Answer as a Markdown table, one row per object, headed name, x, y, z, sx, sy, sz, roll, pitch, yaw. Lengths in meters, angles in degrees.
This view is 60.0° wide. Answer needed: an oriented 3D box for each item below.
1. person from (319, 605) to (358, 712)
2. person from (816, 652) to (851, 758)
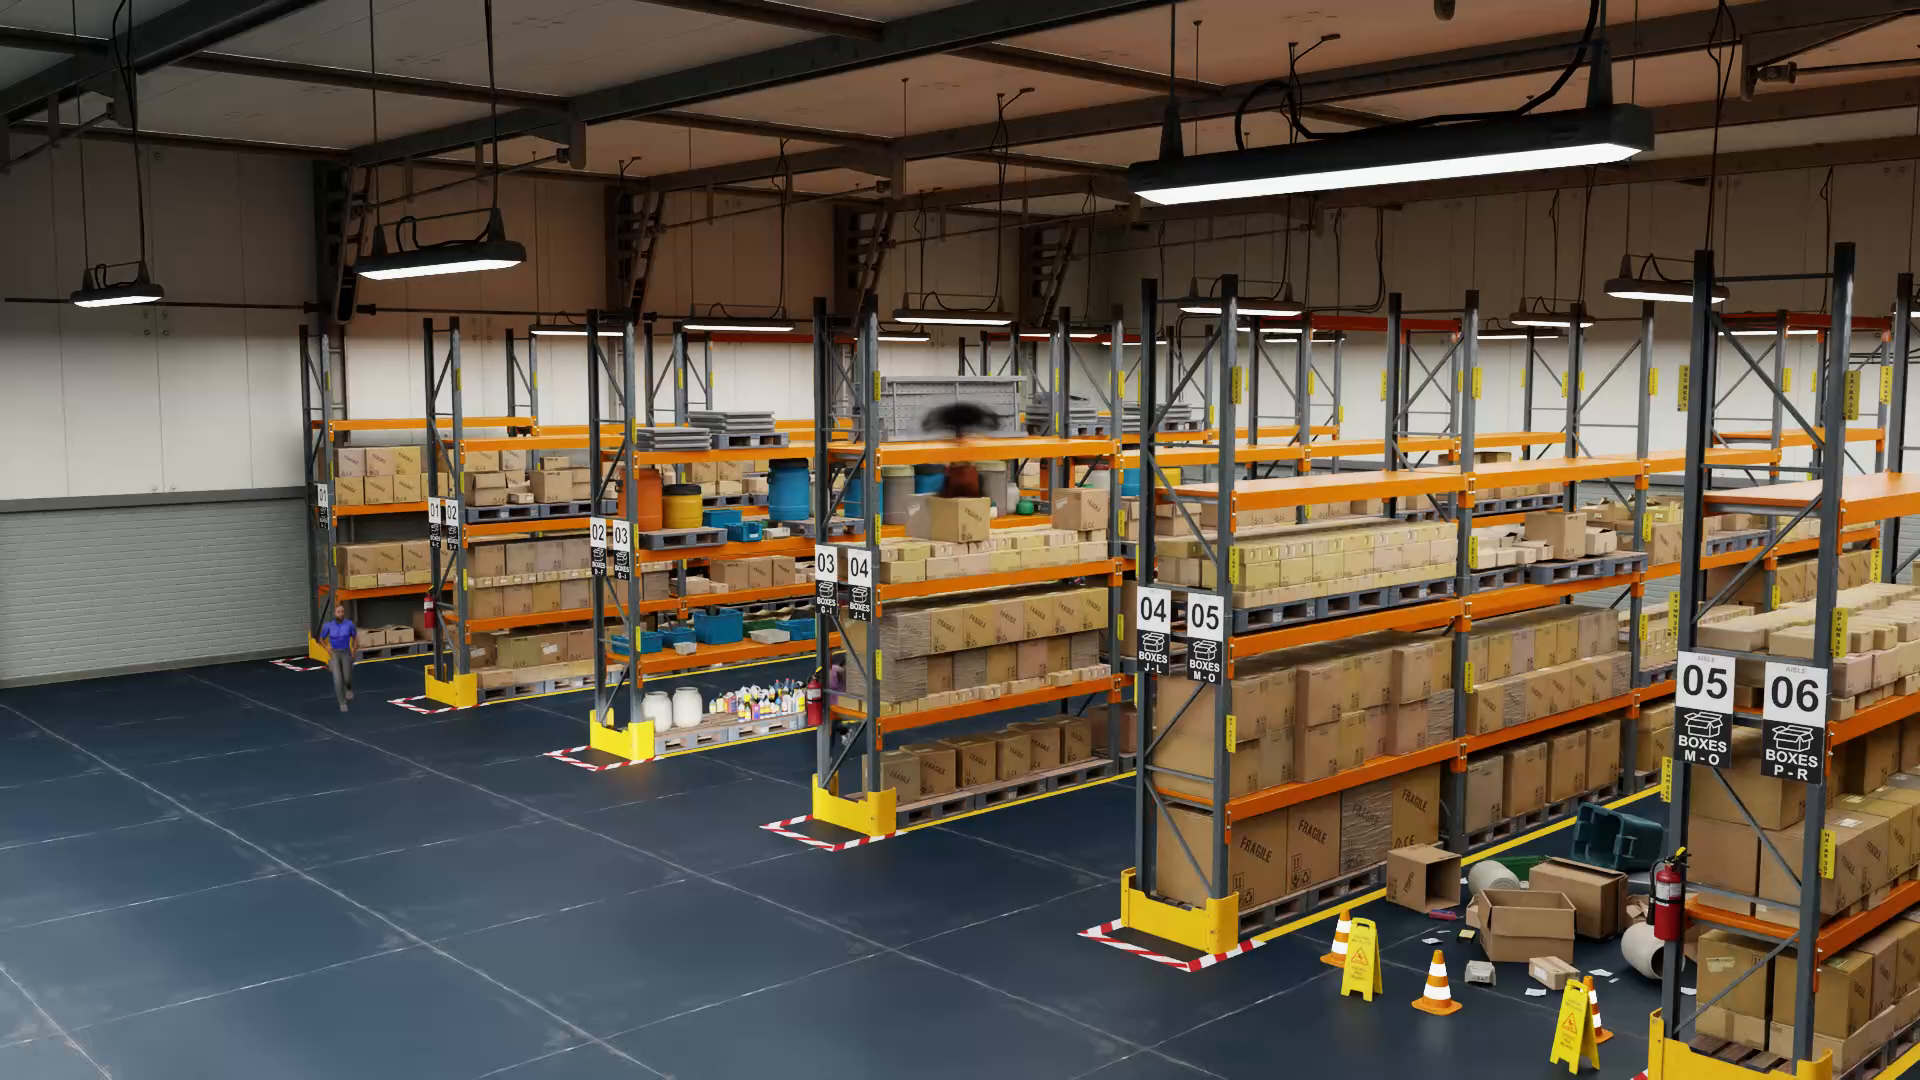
| name | x | y | z | sx | sy | sz | roll | pitch | yaw |
| --- | --- | --- | --- | --- | --- | --- | --- | --- | --- |
| person | -9.518 | 1.800 | 25.498 | 0.573 | 1.632 | 0.591 | -3 | 6 | -25 |
| person | -1.639 | 2.290 | 22.080 | 0.550 | 1.368 | 0.858 | 2 | 6 | 17 |
